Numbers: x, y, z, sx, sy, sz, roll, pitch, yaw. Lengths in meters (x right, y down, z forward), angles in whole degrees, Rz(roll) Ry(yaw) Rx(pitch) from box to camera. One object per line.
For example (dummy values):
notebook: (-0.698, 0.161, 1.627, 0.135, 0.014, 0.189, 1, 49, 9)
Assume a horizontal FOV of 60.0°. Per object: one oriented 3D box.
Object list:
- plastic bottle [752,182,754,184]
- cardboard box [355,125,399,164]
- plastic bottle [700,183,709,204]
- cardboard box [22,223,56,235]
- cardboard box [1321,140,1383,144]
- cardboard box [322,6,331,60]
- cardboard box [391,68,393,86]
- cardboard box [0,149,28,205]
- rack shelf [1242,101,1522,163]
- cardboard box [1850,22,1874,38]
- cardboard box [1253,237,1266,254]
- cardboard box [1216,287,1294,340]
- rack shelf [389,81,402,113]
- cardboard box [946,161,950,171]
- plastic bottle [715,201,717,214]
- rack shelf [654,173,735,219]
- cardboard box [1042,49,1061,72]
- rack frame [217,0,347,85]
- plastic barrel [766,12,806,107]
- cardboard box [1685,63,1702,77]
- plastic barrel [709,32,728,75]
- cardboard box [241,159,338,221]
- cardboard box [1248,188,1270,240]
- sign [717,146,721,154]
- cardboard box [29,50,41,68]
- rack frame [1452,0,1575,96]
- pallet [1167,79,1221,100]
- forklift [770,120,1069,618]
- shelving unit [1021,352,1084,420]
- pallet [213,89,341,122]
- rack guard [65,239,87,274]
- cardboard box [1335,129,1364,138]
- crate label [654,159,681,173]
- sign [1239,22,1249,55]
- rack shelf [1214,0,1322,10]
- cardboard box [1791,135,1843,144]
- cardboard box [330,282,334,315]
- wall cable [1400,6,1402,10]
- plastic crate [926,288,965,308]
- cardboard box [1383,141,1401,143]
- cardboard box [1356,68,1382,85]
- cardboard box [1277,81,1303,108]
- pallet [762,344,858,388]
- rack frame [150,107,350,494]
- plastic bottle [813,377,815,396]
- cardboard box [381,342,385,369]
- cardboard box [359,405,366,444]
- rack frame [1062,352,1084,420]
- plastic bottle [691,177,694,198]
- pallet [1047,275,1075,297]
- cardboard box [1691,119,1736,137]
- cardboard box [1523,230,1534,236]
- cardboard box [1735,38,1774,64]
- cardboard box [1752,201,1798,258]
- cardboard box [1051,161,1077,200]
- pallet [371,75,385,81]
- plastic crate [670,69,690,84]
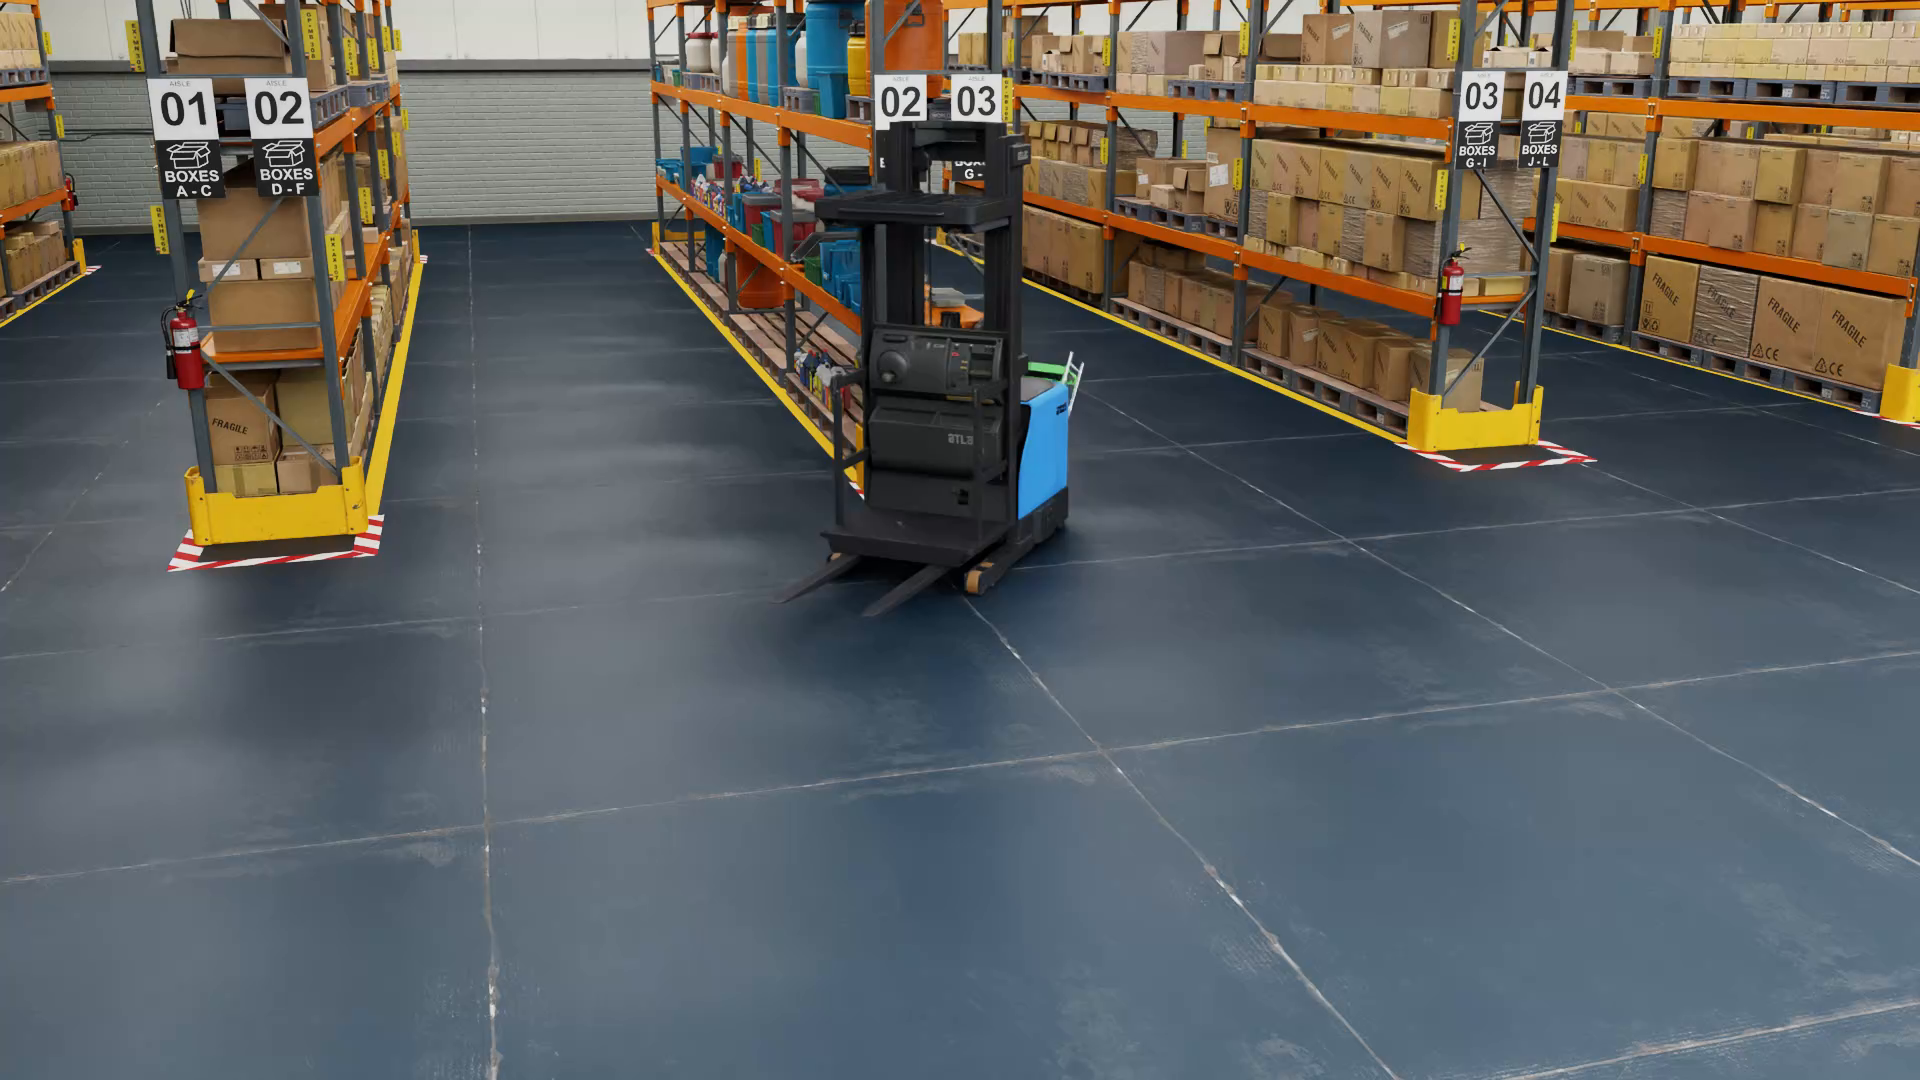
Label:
plastic bottle: (-2.816, -4.820, 23.001, 0.152, 0.276, 0.135, -5, 17, -15)
cardboard box: (-8.097, -5.492, 23.111, 0.500, 0.500, 0.500, -4, 17, -14)
plastic bottle: (-3.459, -4.730, 22.700, 0.152, 0.276, 0.135, -5, 17, -15)
cardboard box: (-13.529, -4.564, 24.419, 0.380, 0.149, 0.250, -4, 17, -14)
cardboard box: (4.014, -3.811, 16.995, 0.500, 0.500, 0.500, -5, 17, -15)
cardboard box: (-6.350, -4.855, 15.913, 0.500, 0.500, 0.500, -3, 17, -10)
cardboard box: (-8.544, -6.747, 24.246, 0.500, 0.250, 0.500, -5, 17, -15)
cardboard box: (-13.328, -4.918, 22.588, 0.980, 0.700, 0.700, -5, 17, -17)
rack shelf: (4.036, -3.921, 15.828, 1.077, 0.370, 4.000, -5, 17, -15)
cardboard box: (8.754, -4.865, 15.868, 0.380, 0.149, 0.250, -4, 17, -14)
cardboard box: (3.313, -3.109, 17.524, 0.380, 0.149, 0.250, -5, 17, -15)
cardboard box: (3.339, -2.567, 18.866, 0.700, 0.500, 0.500, -6, 18, -20)
rack shelf: (-8.787, -6.458, 24.275, 1.077, 0.370, 4.000, -5, 17, -15)
cardboard box: (-0.031, -6.457, 28.671, 0.380, 0.149, 0.250, -4, 17, -15)
plastic bottle: (-3.108, -4.312, 21.439, 0.097, 0.201, 0.097, 0, 17, 0)
rack shelf: (-4.024, -5.412, 26.007, 1.077, 0.370, 4.000, -5, 17, -15)
cardboard box: (1.503, -6.880, 23.852, 0.500, 0.311, 0.500, -5, 18, -17)
rack frame: (-6.039, -5.473, 14.531, 1.000, 3.000, 0.127, -5, 17, -15)
plastic barrel: (-1.624, -4.791, 16.602, 0.600, 0.901, 0.708, -5, 17, -15)
cardboard box: (8.130, -5.113, 18.078, 0.380, 0.149, 0.250, -5, 17, -15)
plastic barrel: (-3.007, -6.278, 21.459, 0.433, 0.535, 0.433, 0, 17, 0)
cardboard box: (-5.771, -3.007, 14.321, 0.700, 0.500, 0.500, -5, 17, -15)
cardboard box: (3.551, -3.443, 17.510, 0.875, 0.500, 0.500, -5, 17, -15)
sign: (-4.049, -6.436, 27.881, 0.100, 0.325, 0.005, -5, 17, -15)
cardboard box: (-13.643, -6.959, 24.048, 0.500, 0.250, 0.500, -4, 17, -14)
rack frame: (4.586, -5.149, 13.452, 1.000, 3.000, 0.127, -5, 17, -15)
pallet: (3.131, -5.195, 19.144, 1.213, 0.211, 1.003, -5, 17, -15)
forklift: (-0.242, -1.181, 10.790, 1.130, 2.935, 3.031, 7, 18, 22)
shelving unit: (0.532, -0.872, 12.810, 0.503, 1.200, 0.258, 10, -11, 30)
pallet: (-5.448, -3.424, 13.076, 1.003, 0.211, 1.213, -5, 17, -15)
rack guard: (-14.106, -4.336, 25.519, 1.175, 0.500, 0.348, -5, 17, -15)
cardboard box: (6.195, -6.773, 26.856, 0.500, 0.500, 0.500, -4, 17, -14)
crate label: (-4.822, -6.164, 27.446, 0.416, 0.233, 0.303, -5, 17, -15)
sign: (2.954, -5.210, 17.286, 0.100, 0.325, 0.005, -5, 17, -15)
rack shelf: (5.535, -9.040, 27.660, 1.077, 0.370, 4.000, -5, 17, -15)
cardboard box: (11.967, -5.377, 23.219, 0.500, 0.500, 0.500, -4, 17, -12)
cardboard box: (-5.336, -1.954, 13.071, 0.700, 0.500, 0.500, -5, 17, -15)
wall cable: (8.607, -11.968, 36.153, 2.355, 3.000, 0.029, -5, 17, -15)
plastic crate: (-0.113, -2.031, 13.958, 0.298, 0.136, 0.250, -5, 17, -15)
cardboard box: (6.599, -6.011, 25.422, 0.380, 0.149, 0.250, -5, 17, -15)
cardboard box: (3.859, -4.244, 15.221, 0.380, 0.149, 0.250, -6, 18, -18)
cardboard box: (3.514, -4.456, 16.621, 0.500, 0.250, 0.500, -5, 17, -16)
pallet: (-1.529, -1.869, 17.809, 1.003, 0.211, 1.213, -5, 17, -15)
rack frame: (-4.940, -1.494, 11.711, 1.000, 3.000, 0.127, -5, 17, -15)
plastic bottle: (-1.346, -1.473, 15.741, 0.097, 0.201, 0.097, 0, 17, 0)
cardboard box: (-6.196, -1.900, 17.113, 0.500, 0.250, 0.500, -5, 18, -17)
cardboard box: (-5.284, -0.959, 13.980, 0.500, 0.250, 0.500, -5, 17, -15)
rack frame: (0.740, -0.834, 12.688, 0.015, 1.200, 0.240, 10, -11, 30)
plastic bottle: (-3.784, -5.013, 23.628, 0.061, 0.283, 0.133, -5, 17, -15)
pallet: (1.911, -3.714, 23.950, 1.003, 0.211, 1.213, -5, 17, -15)
cardboard box: (11.373, -6.063, 25.009, 0.500, 0.500, 0.500, -4, 17, -14)
cardboard box: (7.265, -3.801, 22.573, 1.050, 0.750, 0.750, -5, 17, -16)
cardboard box: (8.428, -5.066, 17.230, 0.500, 0.250, 0.500, -5, 17, -16)
cardboard box: (8.846, -3.270, 17.362, 0.875, 0.550, 0.500, -5, 17, -15)
cardboard box: (1.597, -5.076, 23.463, 0.500, 0.500, 0.500, -4, 17, -14)
pallet: (-7.838, -5.687, 20.783, 1.213, 0.211, 1.003, -5, 17, -15)
plastic crate: (-4.031, -6.787, 24.408, 0.416, 0.233, 0.300, -5, 17, -15)
